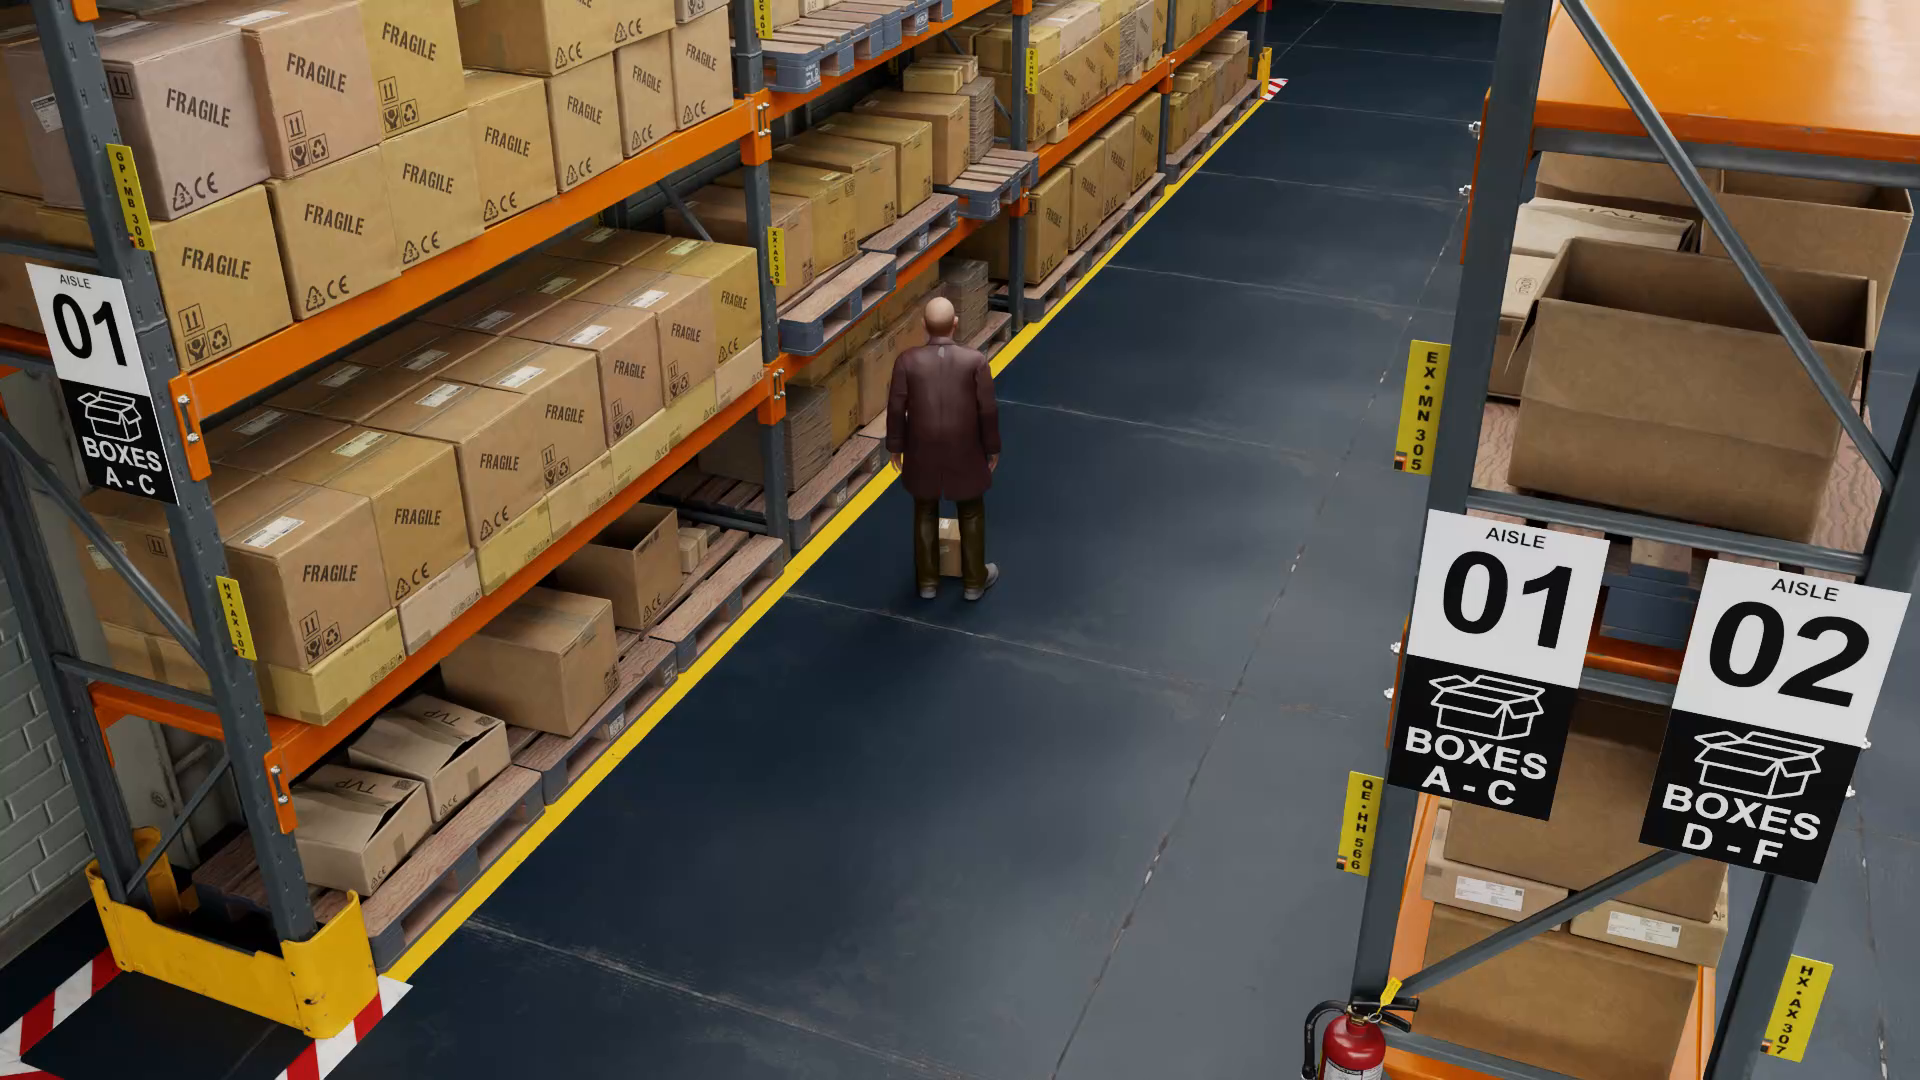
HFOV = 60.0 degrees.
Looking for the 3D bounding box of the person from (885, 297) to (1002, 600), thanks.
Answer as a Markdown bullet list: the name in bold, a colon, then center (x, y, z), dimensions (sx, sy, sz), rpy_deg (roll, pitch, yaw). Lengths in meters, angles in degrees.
- **person**: center (-0.092, -0.500, 9.313), dimensions (0.653, 1.773, 0.423), rpy_deg (2, 29, 4)
